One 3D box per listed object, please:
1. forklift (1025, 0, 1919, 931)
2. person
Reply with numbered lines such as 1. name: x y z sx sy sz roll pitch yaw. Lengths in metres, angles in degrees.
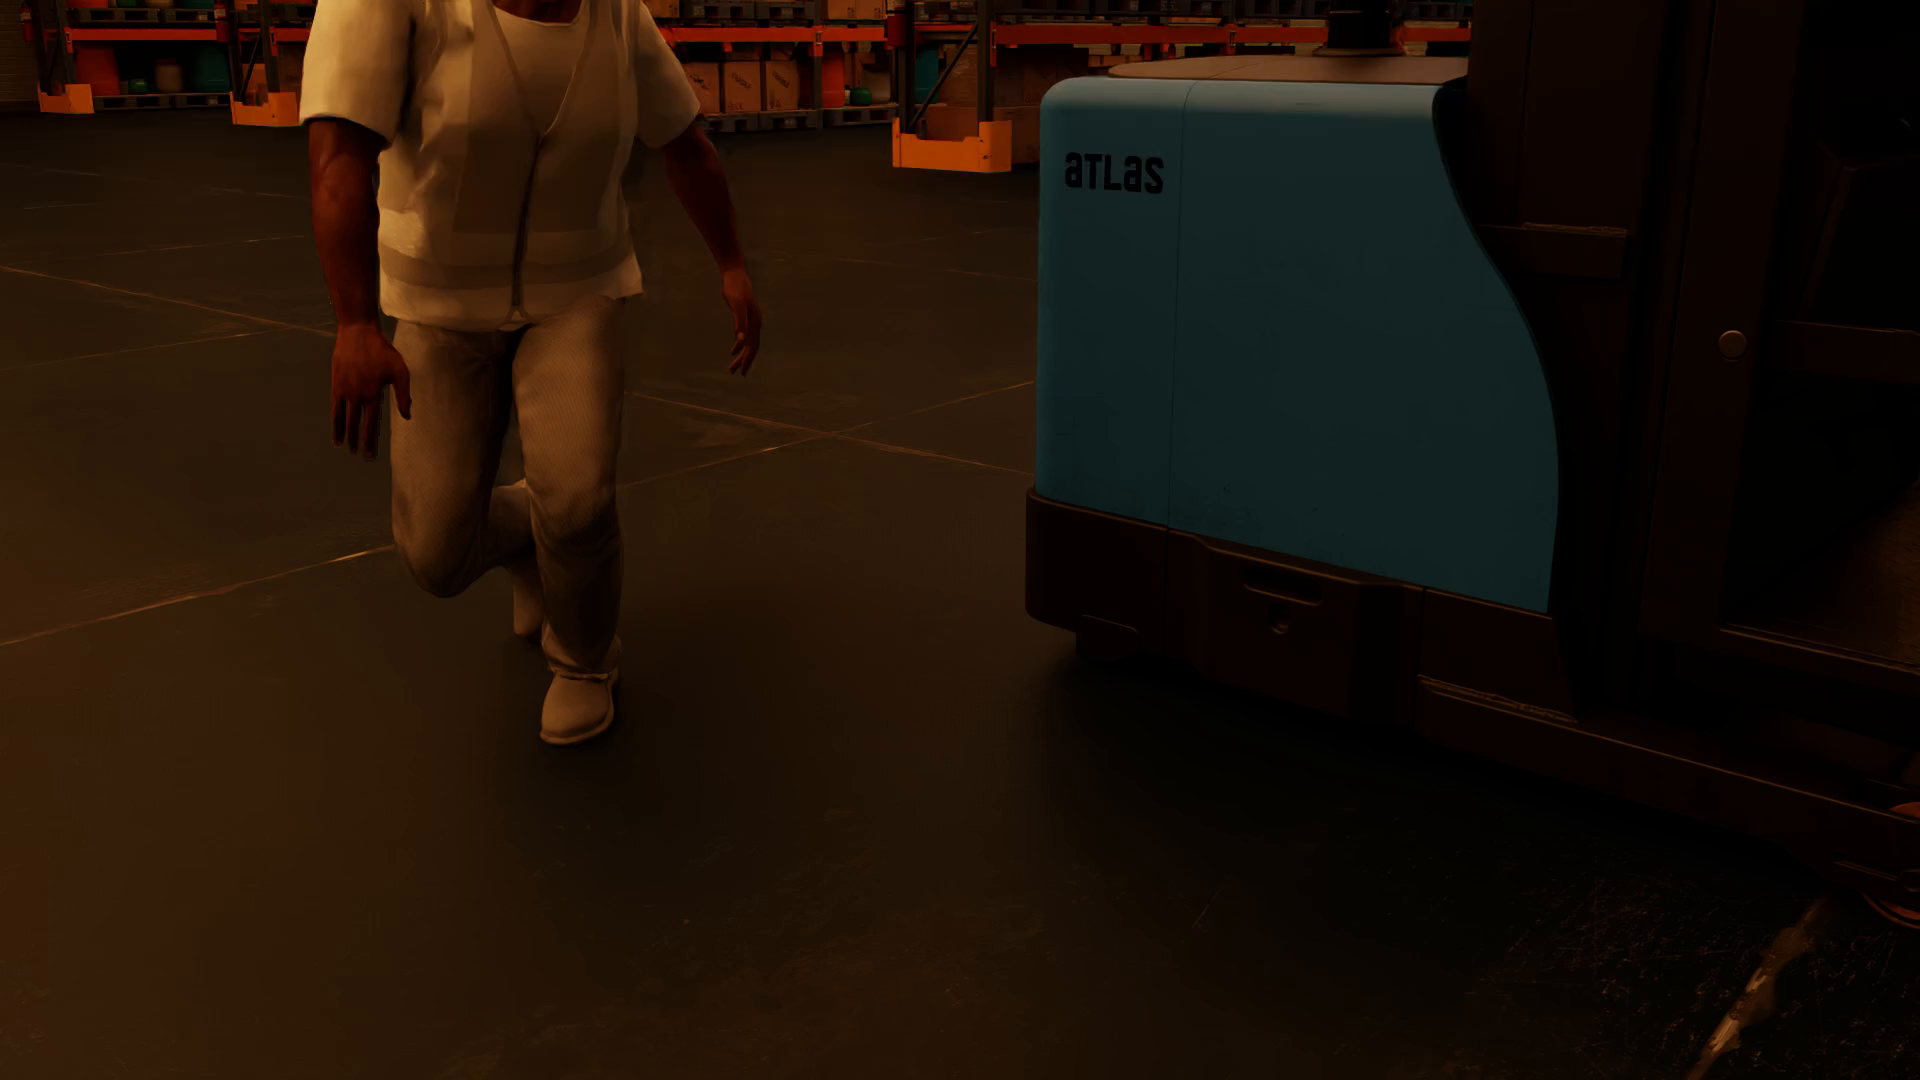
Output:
1. forklift: 1.562 -1.015 2.241 3.031 2.935 1.130 15 22 40
2. person: -0.691 -0.453 2.824 0.732 1.546 0.718 -5 18 -17
